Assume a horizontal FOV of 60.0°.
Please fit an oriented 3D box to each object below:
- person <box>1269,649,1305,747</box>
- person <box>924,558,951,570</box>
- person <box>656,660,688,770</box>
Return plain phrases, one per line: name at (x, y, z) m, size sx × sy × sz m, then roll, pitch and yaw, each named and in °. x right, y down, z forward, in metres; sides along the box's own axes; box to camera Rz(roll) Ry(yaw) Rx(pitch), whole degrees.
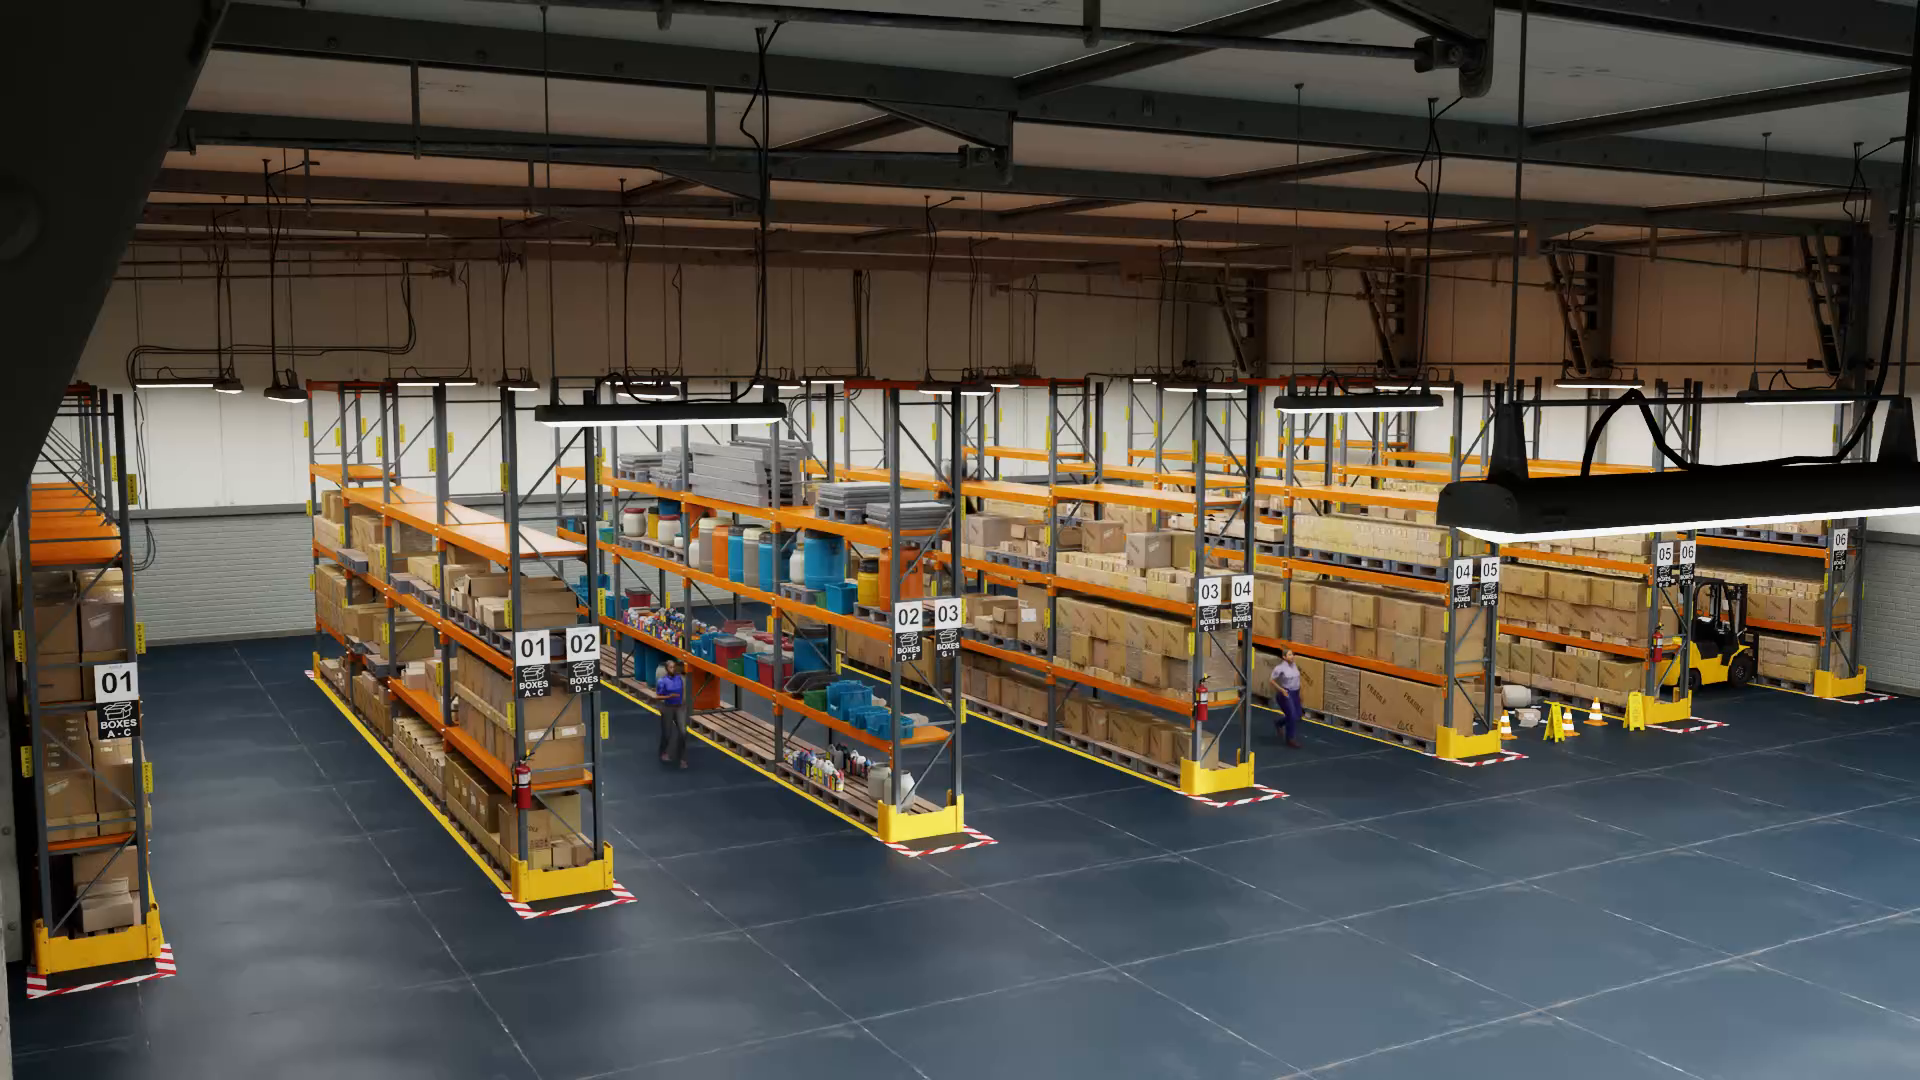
person at (5.429, 2.608, 27.642) m, size 0.613 × 1.582 × 0.668 m, roll -5°, pitch 8°, yaw -37°
person at (-0.653, 1.082, 41.525) m, size 0.851 × 1.780 × 0.715 m, roll 6°, pitch 8°, yaw 42°
person at (-4.518, 2.780, 26.115) m, size 0.556 × 1.618 × 0.728 m, roll -4°, pitch 7°, yaw -33°
